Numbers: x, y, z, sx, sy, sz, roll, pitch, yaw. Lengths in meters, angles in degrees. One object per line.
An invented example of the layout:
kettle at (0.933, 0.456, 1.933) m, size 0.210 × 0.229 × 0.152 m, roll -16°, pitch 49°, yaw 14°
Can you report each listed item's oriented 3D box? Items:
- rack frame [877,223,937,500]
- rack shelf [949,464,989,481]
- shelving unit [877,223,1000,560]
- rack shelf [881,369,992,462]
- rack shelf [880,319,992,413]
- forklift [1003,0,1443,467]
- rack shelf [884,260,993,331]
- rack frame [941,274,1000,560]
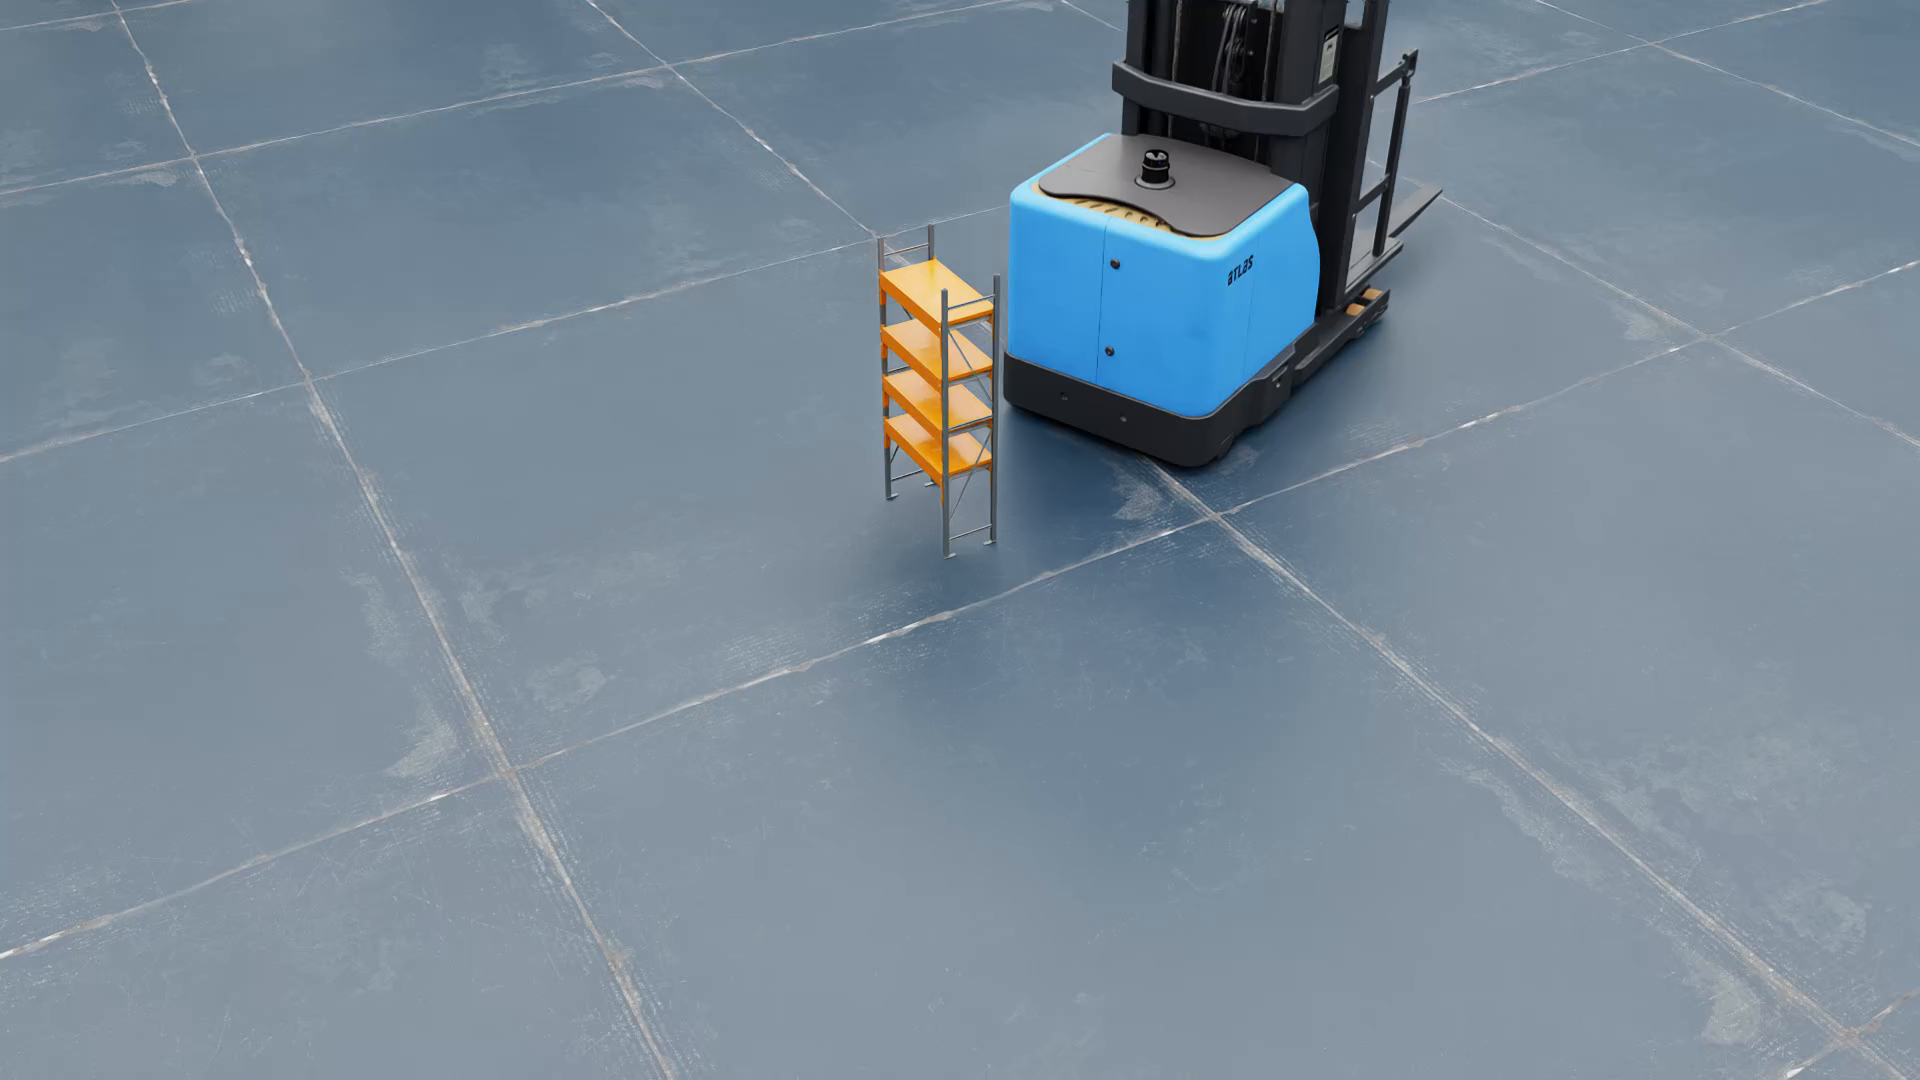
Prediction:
rack frame at (-0.206, -0.693, 6.682) m, size 0.240 × 1.200 × 0.015 m, roll -19°, pitch 40°, yaw -24°
rack shelf at (-0.083, -0.377, 6.652) m, size 0.199 × 0.029 × 0.442 m, roll -19°, pitch 40°, yaw -24°
shelving unit at (-0.083, -0.569, 6.512) m, size 0.258 × 1.200 × 0.503 m, roll -19°, pitch 40°, yaw -24°
rack shelf at (-0.083, -0.515, 6.551) m, size 0.258 × 0.148 × 0.480 m, roll -19°, pitch 40°, yaw -24°
rack shelf at (-0.083, -0.695, 6.419) m, size 0.258 × 0.148 × 0.480 m, roll -19°, pitch 40°, yaw -24°
forklift at (1.462, -2.316, 7.436) m, size 1.130 × 2.935 × 3.031 m, roll 23°, pitch 42°, yaw 28°
rack shelf at (-0.083, -0.918, 6.257) m, size 0.221 × 0.050 × 0.457 m, roll -19°, pitch 40°, yaw -24°
rack frame at (0.039, -0.445, 6.341) m, size 0.240 × 1.200 × 0.015 m, roll -19°, pitch 40°, yaw -24°
